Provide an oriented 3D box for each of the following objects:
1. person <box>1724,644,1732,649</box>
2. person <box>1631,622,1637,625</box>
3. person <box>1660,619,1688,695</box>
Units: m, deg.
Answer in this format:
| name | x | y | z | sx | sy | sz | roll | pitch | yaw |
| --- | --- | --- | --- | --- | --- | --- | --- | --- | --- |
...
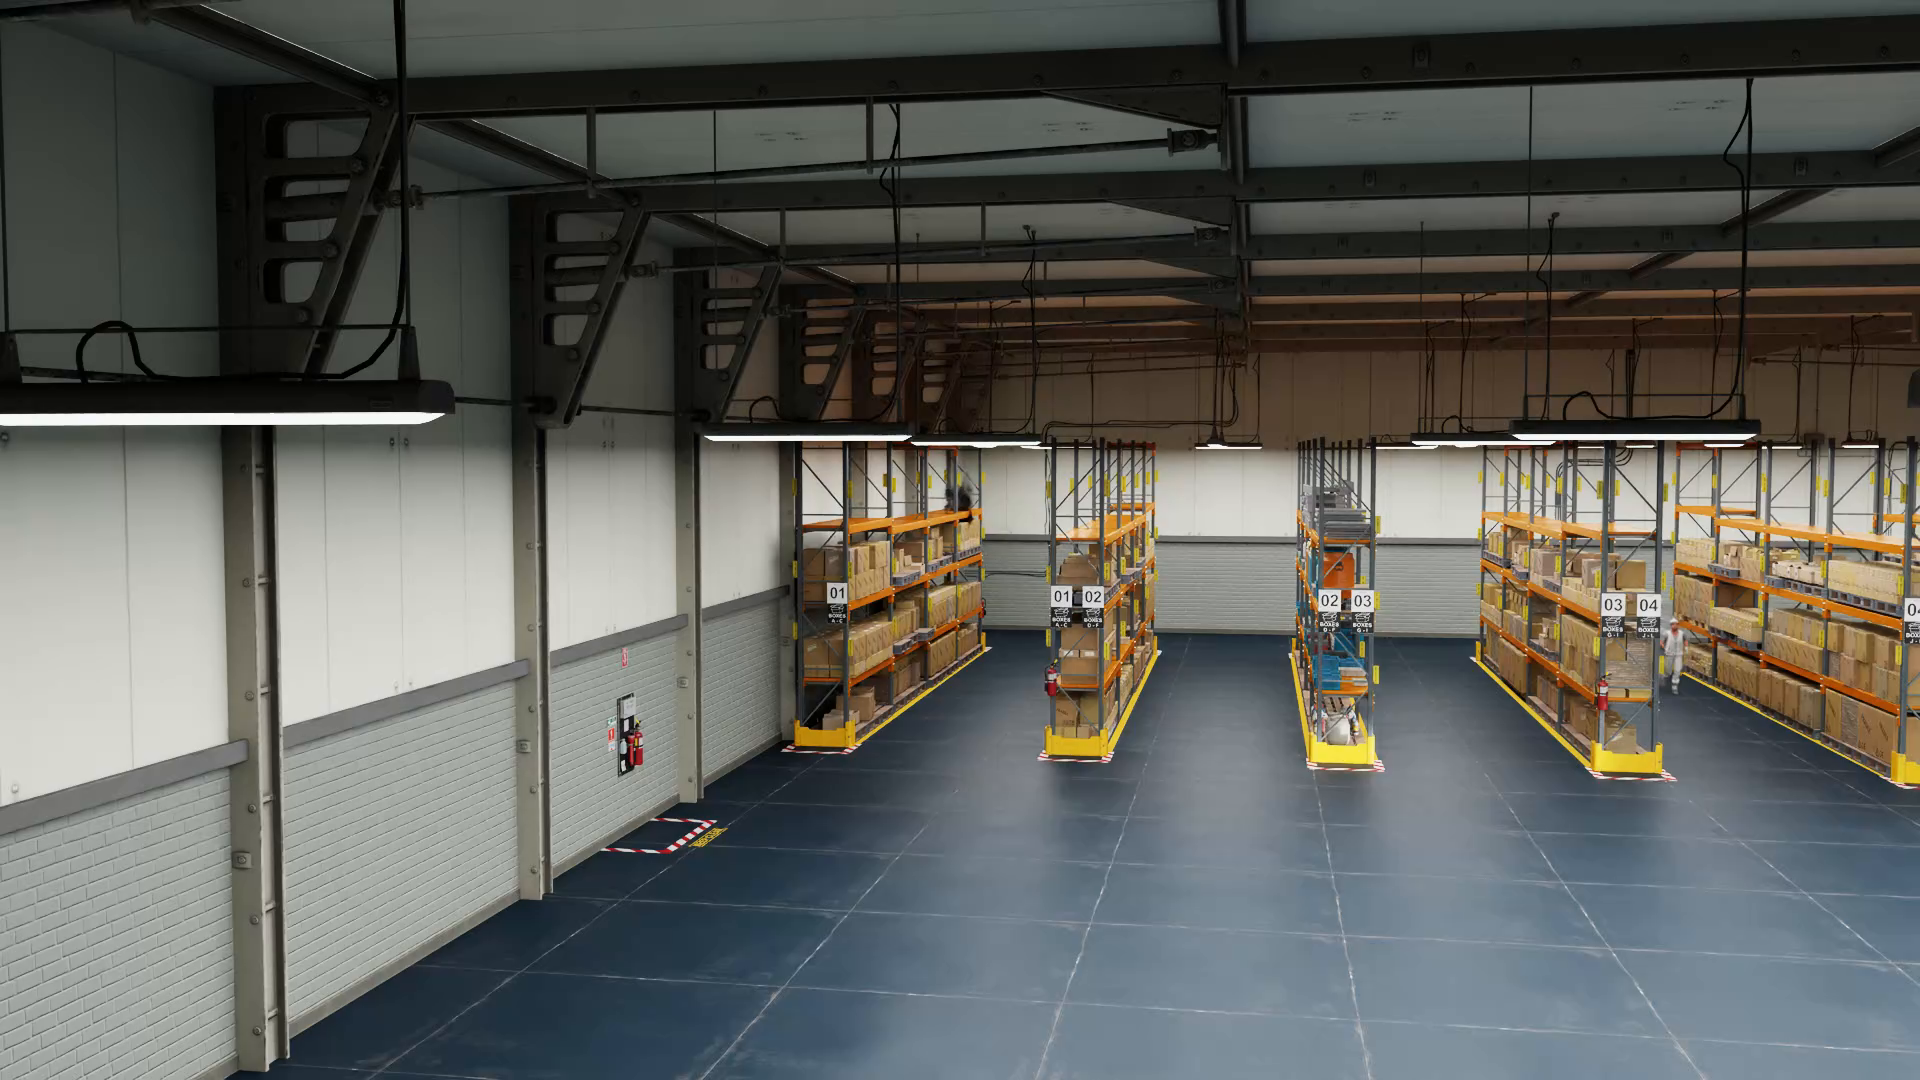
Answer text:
| name | x | y | z | sx | sy | sz | roll | pitch | yaw |
| --- | --- | --- | --- | --- | --- | --- | --- | --- | --- |
| person | 20.701 | 2.441 | 45.398 | 0.706 | 1.767 | 0.918 | -1 | 3 | -19 |
| person | 17.601 | 2.558 | 43.580 | 0.758 | 1.733 | 0.865 | 1 | 3 | 14 |
| person | 16.955 | 2.759 | 39.492 | 0.664 | 1.779 | 0.822 | 1 | 3 | 11 |
